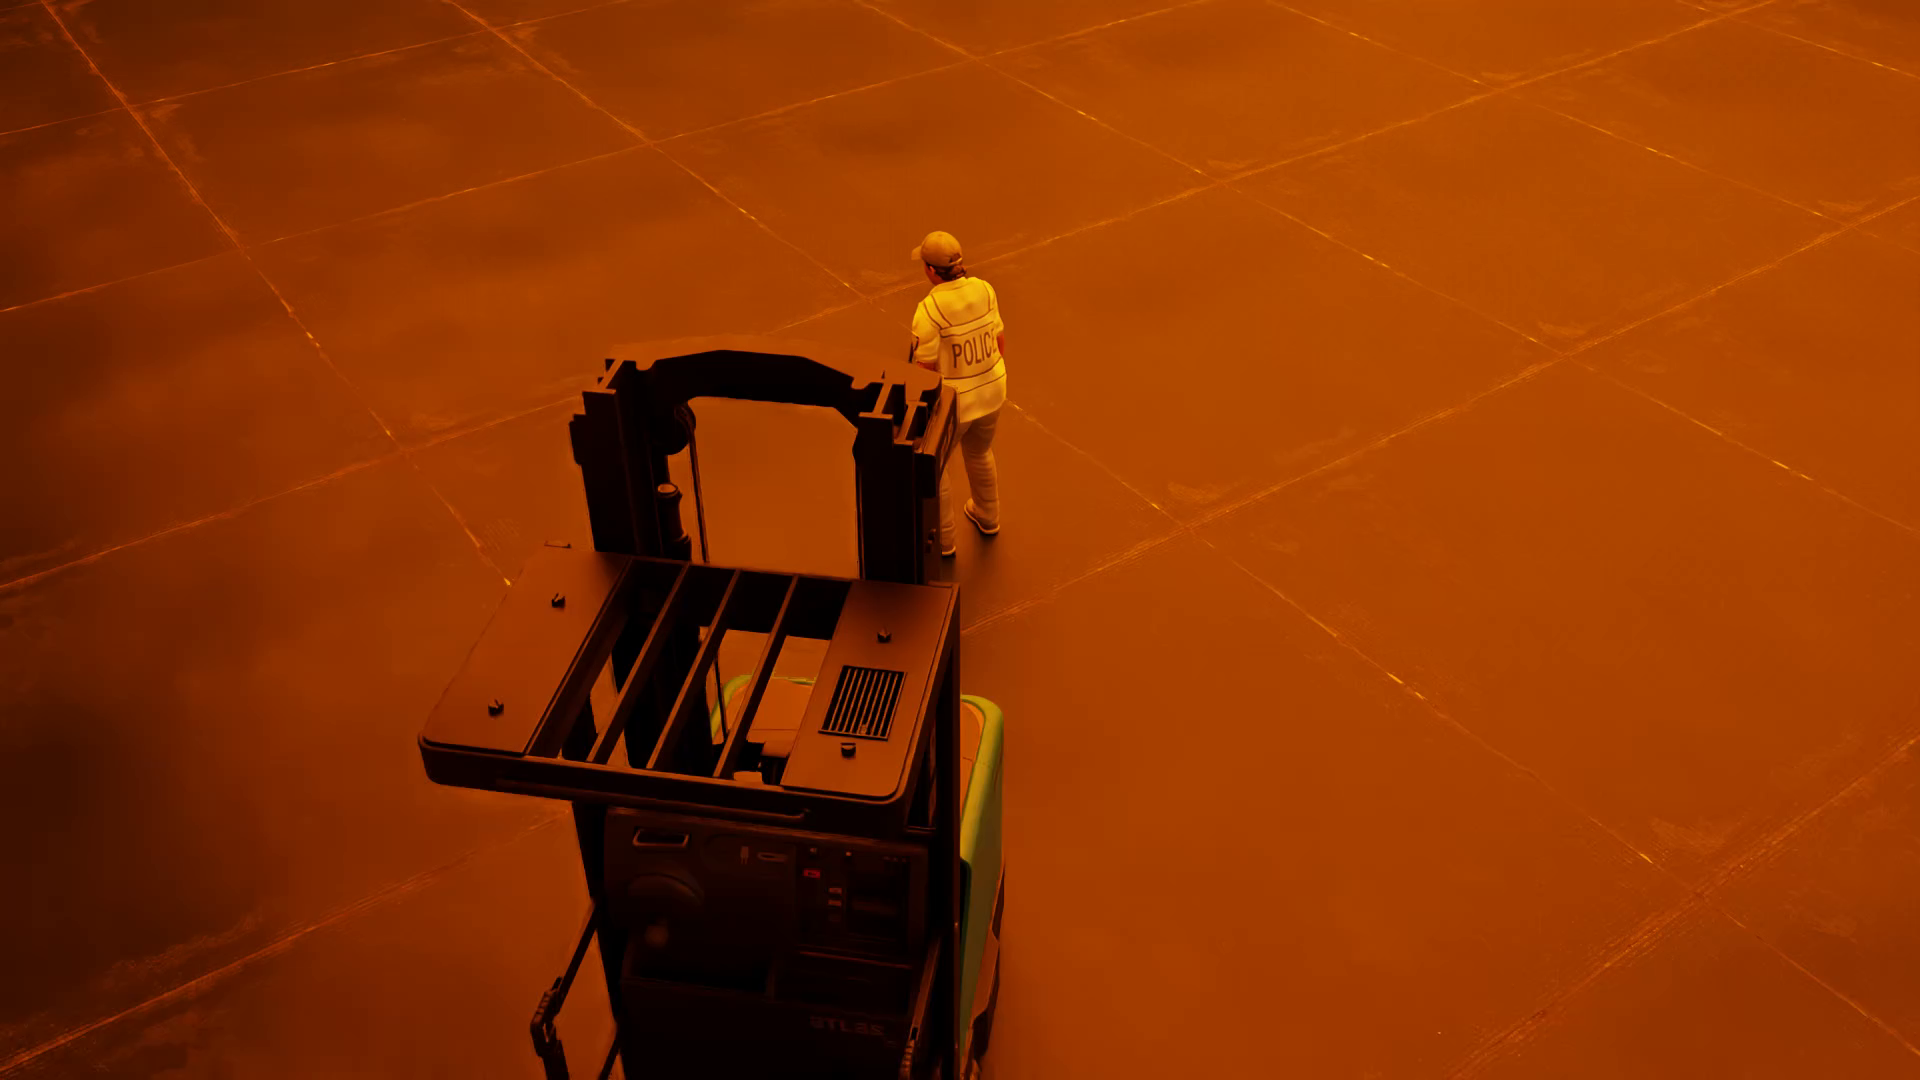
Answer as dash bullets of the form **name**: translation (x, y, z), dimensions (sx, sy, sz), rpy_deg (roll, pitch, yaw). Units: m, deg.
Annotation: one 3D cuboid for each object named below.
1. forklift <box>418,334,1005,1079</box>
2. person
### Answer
- **forklift**: translation (-0.584, 1.057, 4.515), dimensions (1.130, 2.935, 3.031), rpy_deg (6, 37, 8)
- **person**: translation (-0.025, -0.691, 7.946), dimensions (0.546, 1.666, 0.466), rpy_deg (-24, 43, -29)
